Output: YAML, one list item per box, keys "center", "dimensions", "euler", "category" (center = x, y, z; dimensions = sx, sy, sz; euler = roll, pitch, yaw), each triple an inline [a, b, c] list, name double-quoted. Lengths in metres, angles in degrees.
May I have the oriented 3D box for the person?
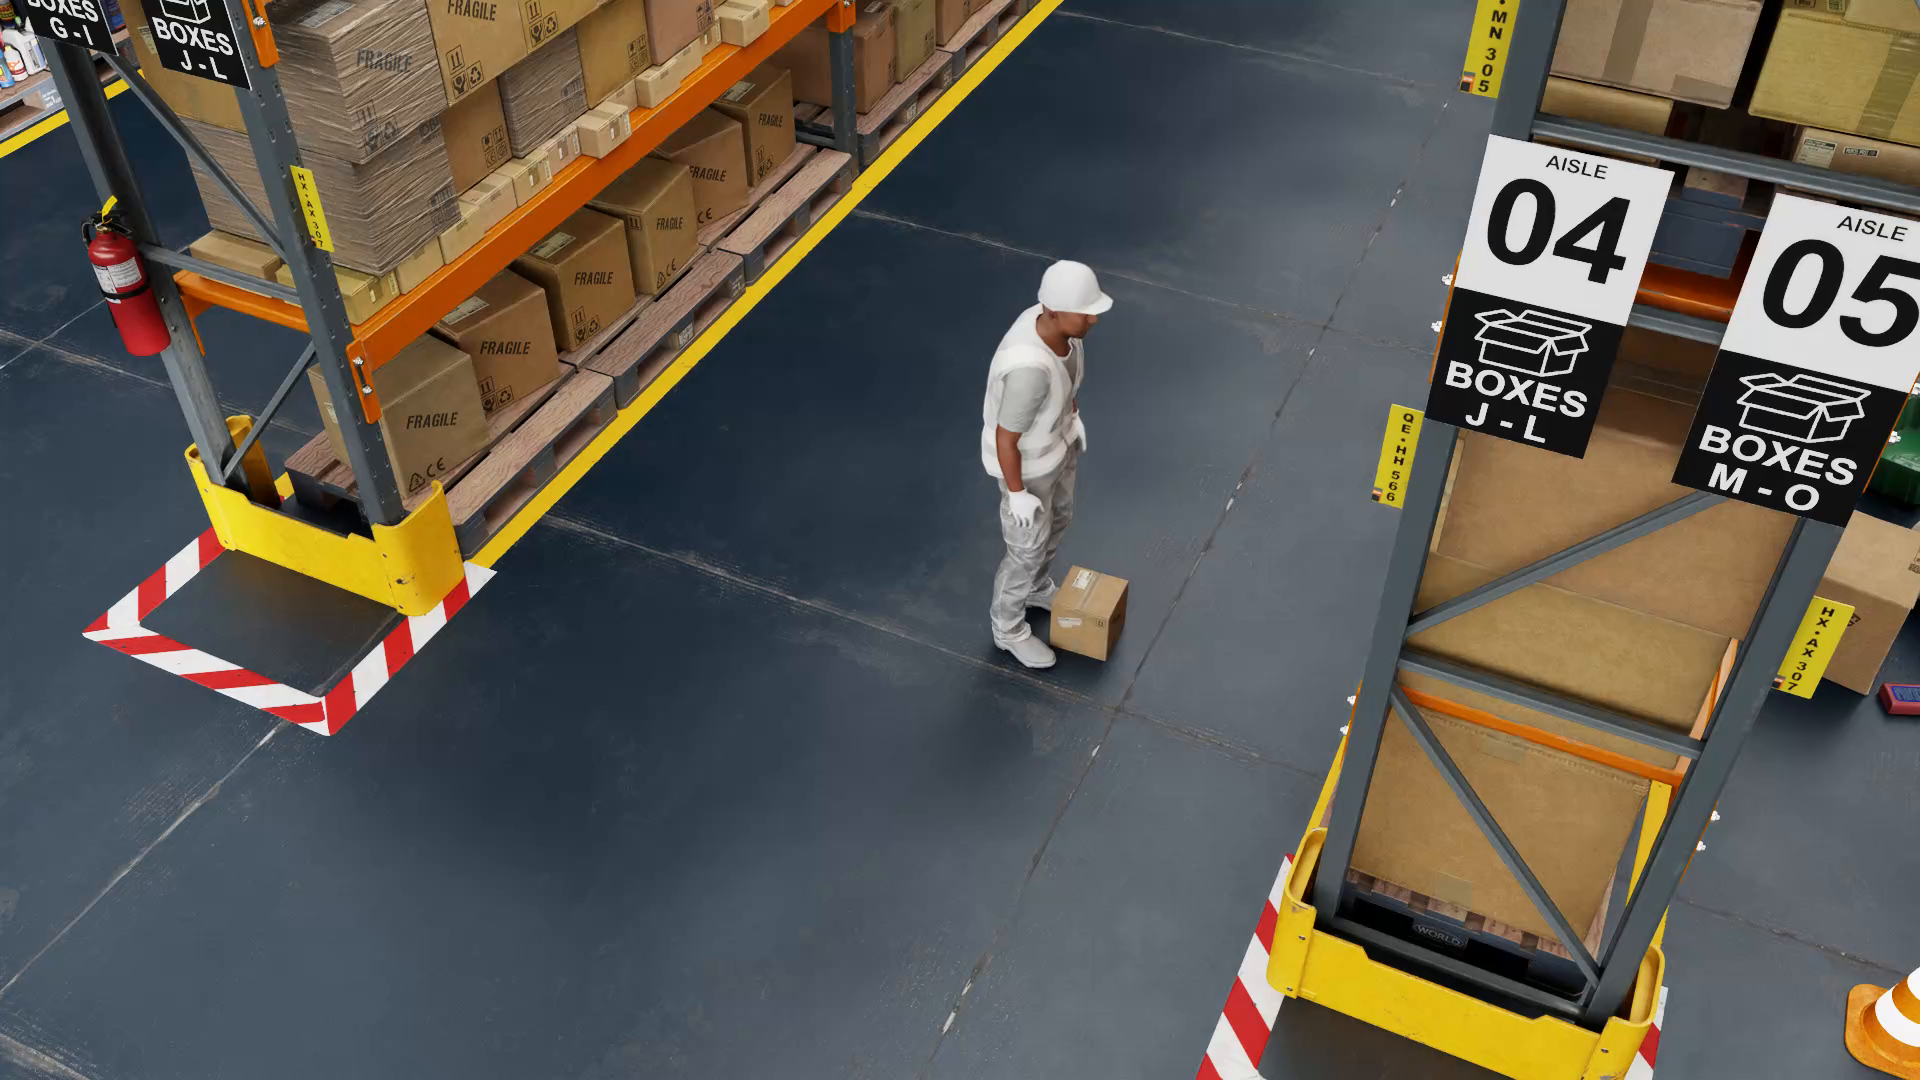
- center: [0.326, -0.319, 6.510]
  dimensions: [0.450, 1.774, 0.617]
  euler: [17, 44, 18]
  category: "person"
